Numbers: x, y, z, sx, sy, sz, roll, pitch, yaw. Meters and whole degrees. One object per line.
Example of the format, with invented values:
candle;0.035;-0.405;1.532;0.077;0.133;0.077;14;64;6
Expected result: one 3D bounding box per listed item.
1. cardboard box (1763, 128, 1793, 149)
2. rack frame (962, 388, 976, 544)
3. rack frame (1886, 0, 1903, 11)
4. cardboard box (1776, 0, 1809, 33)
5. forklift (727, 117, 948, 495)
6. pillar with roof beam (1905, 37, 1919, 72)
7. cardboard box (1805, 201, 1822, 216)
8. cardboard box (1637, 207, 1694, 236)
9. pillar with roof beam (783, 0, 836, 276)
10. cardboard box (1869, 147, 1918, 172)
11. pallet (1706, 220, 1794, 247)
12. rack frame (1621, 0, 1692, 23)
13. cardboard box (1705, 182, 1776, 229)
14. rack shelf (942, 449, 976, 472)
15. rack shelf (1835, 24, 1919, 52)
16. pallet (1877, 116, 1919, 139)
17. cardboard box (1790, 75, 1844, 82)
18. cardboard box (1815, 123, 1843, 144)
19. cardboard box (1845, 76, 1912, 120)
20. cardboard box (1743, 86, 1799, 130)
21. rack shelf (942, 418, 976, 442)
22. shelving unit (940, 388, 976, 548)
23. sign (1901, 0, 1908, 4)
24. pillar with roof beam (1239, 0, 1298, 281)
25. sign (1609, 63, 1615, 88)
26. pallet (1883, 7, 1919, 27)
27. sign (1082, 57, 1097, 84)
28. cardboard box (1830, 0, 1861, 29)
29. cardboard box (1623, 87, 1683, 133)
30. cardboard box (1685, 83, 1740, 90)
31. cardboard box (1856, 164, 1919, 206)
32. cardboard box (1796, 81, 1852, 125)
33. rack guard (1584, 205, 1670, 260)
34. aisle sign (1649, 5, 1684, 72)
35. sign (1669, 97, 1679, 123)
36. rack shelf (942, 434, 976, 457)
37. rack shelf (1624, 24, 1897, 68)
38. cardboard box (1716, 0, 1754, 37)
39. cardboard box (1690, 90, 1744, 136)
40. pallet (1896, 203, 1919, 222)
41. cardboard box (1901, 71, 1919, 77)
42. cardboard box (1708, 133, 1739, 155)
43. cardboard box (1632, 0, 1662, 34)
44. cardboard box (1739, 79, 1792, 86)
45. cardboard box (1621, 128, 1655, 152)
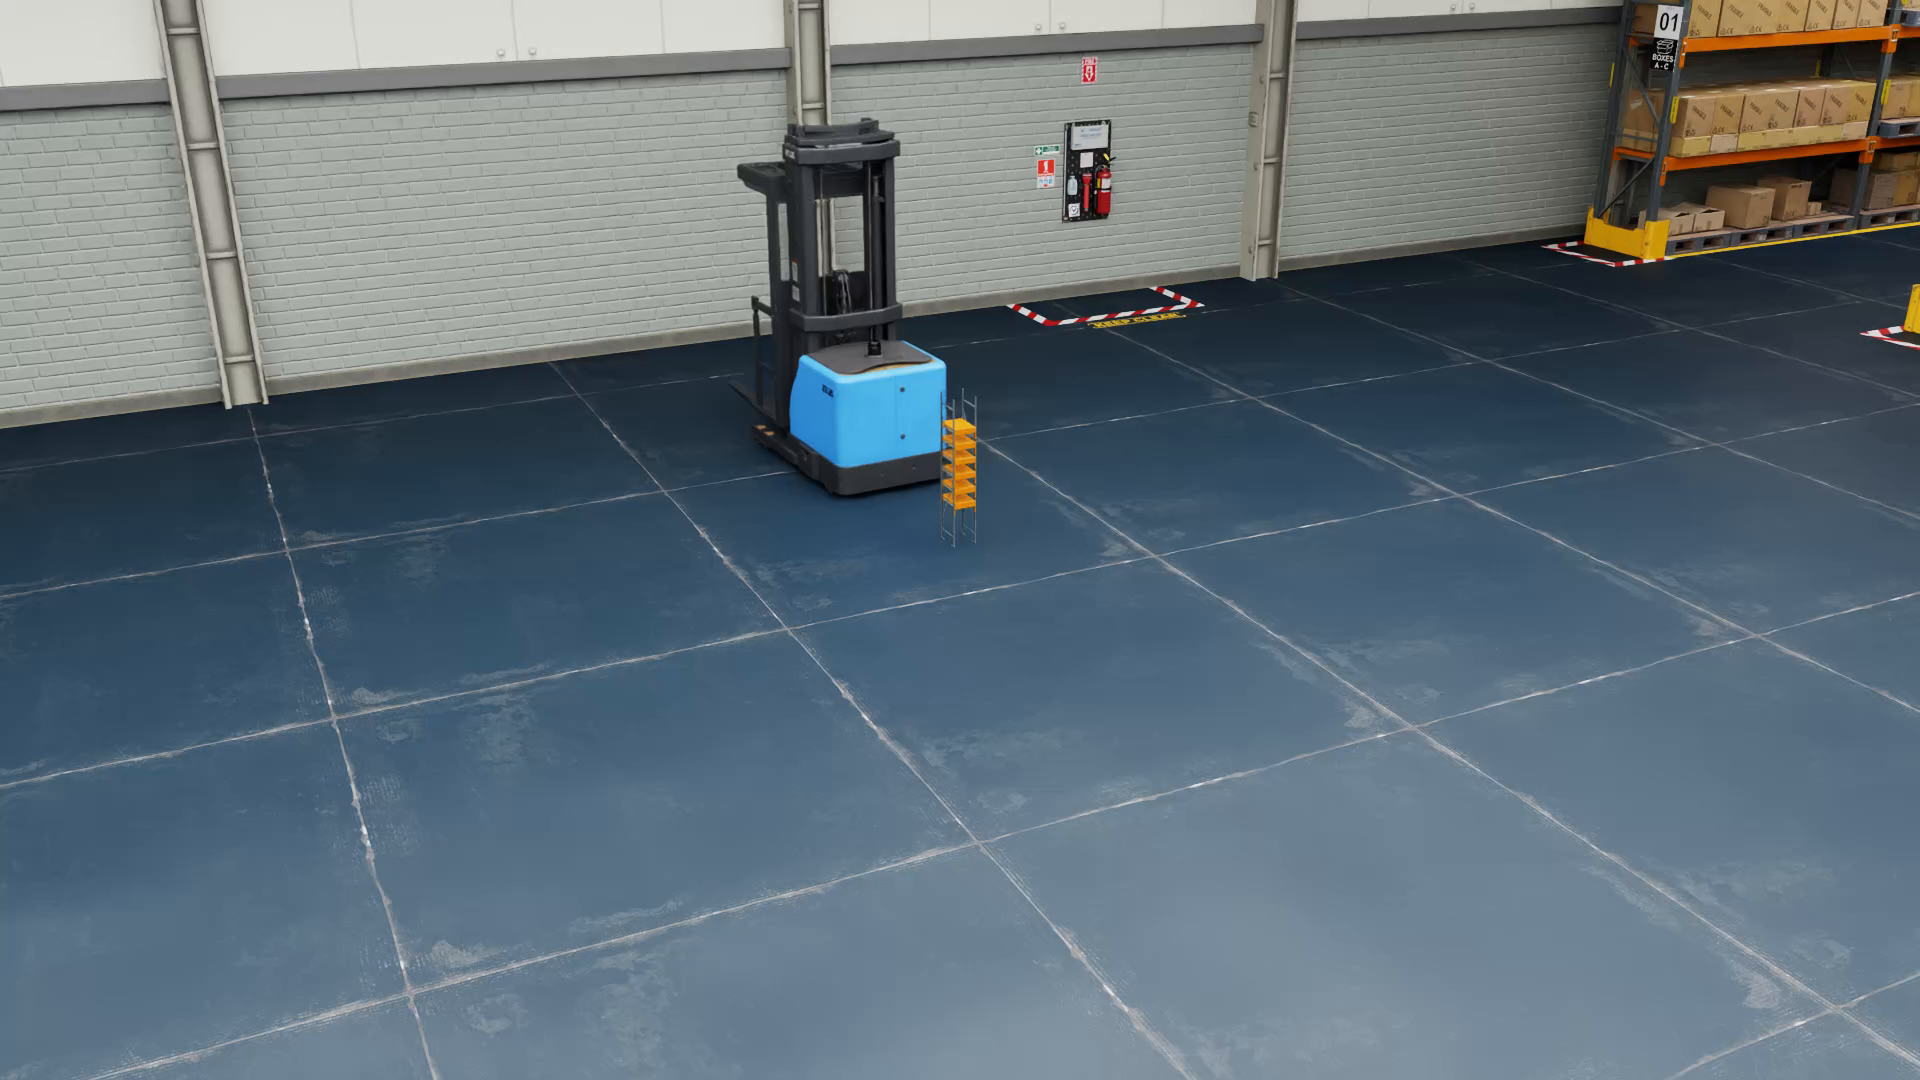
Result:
cardboard box;10.901;-5.483;22.568;0.500;0.250;0.500;-10;25;-23
rack frame;0.069;-0.567;12.874;0.006;1.200;0.240;-10;25;-24
rack frame;12.548;-8.751;22.448;0.127;3.000;1.000;-10;25;-24
cardboard box;10.793;-6.987;21.951;0.500;0.500;0.500;-9;24;-20
forklift;-1.251;-2.250;14.677;1.130;2.935;3.031;-12;25;-26
pillar with roof beam;16.473;-8.013;20.666;0.400;9.000;9.100;-10;25;-24
cardboard box;12.079;-4.774;23.813;0.250;0.166;0.380;-14;26;-30
cardboard box;9.606;-4.360;22.625;0.500;0.311;0.500;-14;26;-30
pillar with roof beam;0.254;-5.027;13.453;0.400;9.000;9.100;-10;25;-24
cardboard box;13.599;-5.576;24.334;0.500;0.250;0.500;-11;25;-25
pallet;10.857;-4.363;23.337;1.213;0.211;1.003;-10;25;-24
rack frame;8.944;-8.087;20.845;0.127;3.000;1.000;-10;25;-24
cardboard box;10.803;-4.647;23.069;0.500;0.500;0.700;-12;25;-27
rack shelf;-0.013;-0.622;12.809;0.180;0.103;0.258;-10;25;-24
rack shelf;14.350;-7.364;23.960;4.000;0.370;1.077;-10;25;-24
pallet;13.300;-5.967;23.817;1.213;0.211;1.003;-10;25;-24
cardboard box;12.034;-6.259;23.462;0.500;0.500;0.500;-11;25;-25
cardboard box;11.800;-5.656;22.985;0.500;0.250;0.500;-10;25;-23
cardboard box;13.021;-6.301;23.667;0.500;0.500;0.700;-10;25;-23
cardboard box;10.882;-5.829;22.423;0.500;0.500;0.500;-10;24;-22
rack shelf;-0.013;-0.844;12.717;0.180;0.103;0.258;-10;25;-24
shelving unit;-0.013;-0.552;12.838;0.189;1.200;0.258;-10;25;-24
sign;12.790;-7.418;22.474;0.005;0.325;0.100;-10;25;-24
pillar with roof beam;5.660;-6.023;15.857;0.400;9.000;9.100;-10;25;-24
sign;8.721;-6.191;22.180;0.005;0.325;0.100;-10;25;-24
pallet;13.151;-7.344;23.216;1.003;0.211;1.213;-10;25;-24
sign;1.499;-5.442;19.266;0.199;0.298;0.001;-10;25;-24
cardboard box;11.739;-7.172;22.398;0.500;0.500;0.500;-13;26;-28
cardboard box;9.276;-5.753;22.239;0.500;0.500;0.500;-11;25;-24
cardboard box;10.198;-5.921;22.644;0.500;0.500;0.500;-11;25;-25
cardboard box;13.648;-5.258;24.547;0.500;0.500;0.700;-11;25;-25
cardboard box;11.809;-5.996;22.825;0.500;0.500;0.500;-11;25;-24
rack guard;9.012;-4.173;22.501;0.348;0.500;1.175;-10;25;-24
aisle sign;9.009;-6.401;21.216;0.004;0.787;0.394;-10;25;-24
sign;9.179;-5.528;21.375;0.005;0.325;0.100;-10;25;-24
rack shelf;-0.013;-0.733;12.763;0.180;0.103;0.258;-10;25;-24
rack shelf;10.746;-6.701;22.358;4.000;0.370;1.077;-10;25;-24
cardboard box;9.853;-6.803;21.507;0.500;0.500;0.500;-9;24;-20
cardboard box;9.954;-5.656;22.004;0.500;0.500;0.500;-10;25;-23
pallet;14.350;-5.024;24.934;1.213;0.211;1.003;-10;25;-24
cardboard box;14.108;-6.511;24.175;0.500;0.500;0.700;-7;23;-16
cardboard box;9.983;-5.318;22.168;0.500;0.250;0.500;-11;25;-25
cardboard box;9.210;-6.913;21.774;0.500;0.500;0.500;-9;24;-20
cardboard box;11.115;-6.094;23.063;0.500;0.500;0.500;-10;24;-22
cardboard box;9.281;-5.400;22.366;0.500;0.250;0.500;-10;25;-23
